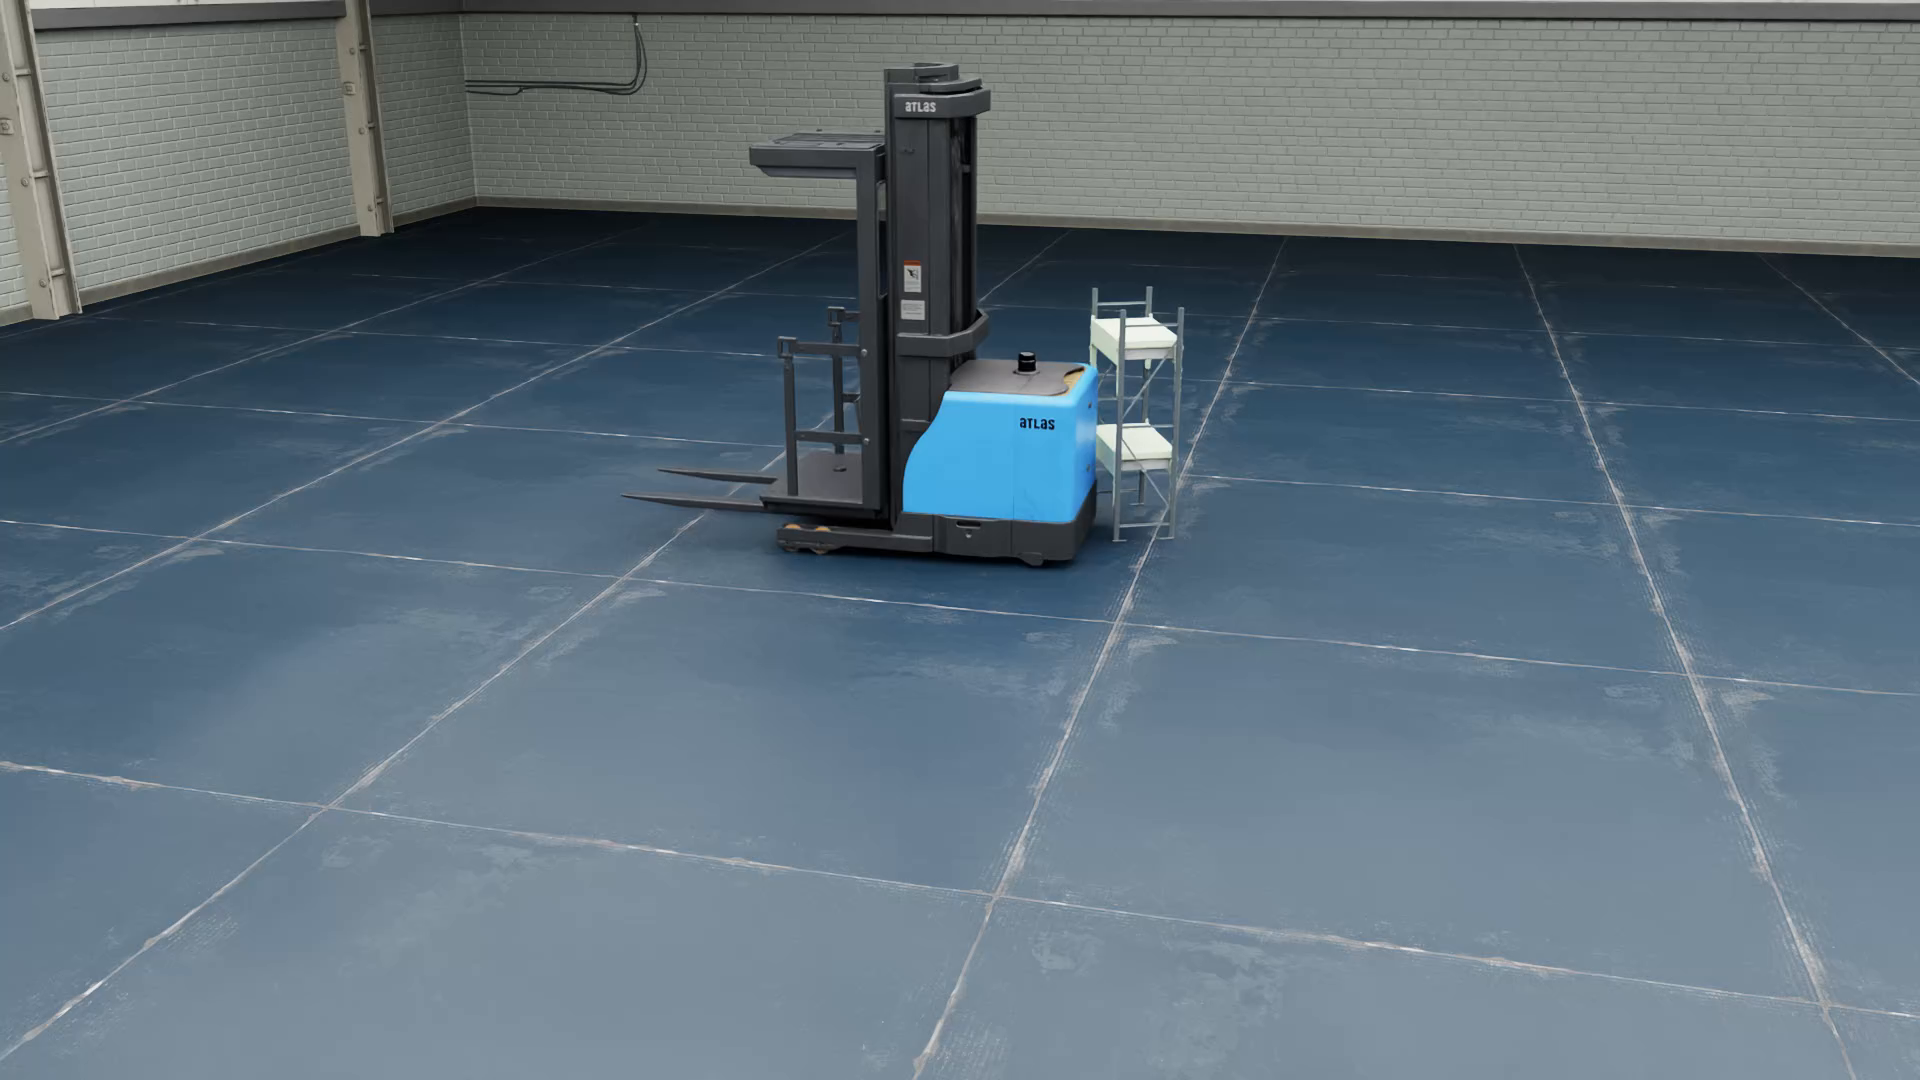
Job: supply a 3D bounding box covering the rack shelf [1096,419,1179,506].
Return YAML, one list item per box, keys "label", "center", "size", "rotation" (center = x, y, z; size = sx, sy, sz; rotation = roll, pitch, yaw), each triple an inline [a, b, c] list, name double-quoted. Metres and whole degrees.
- label: "rack shelf"
  center: [1.121, -0.517, 10.889]
  size: [0.431, 0.370, 0.720]
  rotation: [-3, 19, -9]

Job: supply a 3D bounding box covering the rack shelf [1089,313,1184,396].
- label: "rack shelf"
  center: [1.121, -1.195, 10.657]
  size: [0.431, 0.370, 0.720]
  rotation: [-3, 19, -9]

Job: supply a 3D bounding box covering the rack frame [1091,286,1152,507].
- label: "rack frame"
  center: [1.062, -0.942, 11.125]
  size: [0.400, 1.500, 0.023]
  rotation: [-3, 19, -9]

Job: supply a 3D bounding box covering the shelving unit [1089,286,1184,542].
- label: "shelving unit"
  center: [1.121, -0.825, 10.783]
  size: [0.431, 1.500, 0.755]
  rotation: [-3, 19, -9]

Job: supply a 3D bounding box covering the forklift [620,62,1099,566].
- label: "forklift"
  center: [-0.672, -1.462, 10.434]
  size: [3.031, 2.935, 1.130]
  rotation: [4, 19, 13]

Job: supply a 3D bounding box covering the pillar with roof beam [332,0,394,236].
- label: "pillar with roof beam"
  center: [-3.959, -8.187, 20.735]
  size: [9.100, 9.000, 0.400]
  rotation: [5, 19, 13]

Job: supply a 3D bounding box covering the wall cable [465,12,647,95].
- label: "wall cable"
  center: [-6.131, -7.877, 24.630]
  size: [3.097, 2.526, 0.112]
  rotation: [5, 19, 13]

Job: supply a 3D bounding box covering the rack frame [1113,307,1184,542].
- label: "rack frame"
  center: [1.180, -0.708, 10.441]
  size: [0.400, 1.500, 0.023]
  rotation: [-3, 19, -9]

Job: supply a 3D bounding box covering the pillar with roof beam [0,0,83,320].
- label: "pillar with roof beam"
  center: [-5.425, -6.307, 15.230]
  size: [9.100, 9.000, 0.400]
  rotation: [5, 19, 13]
